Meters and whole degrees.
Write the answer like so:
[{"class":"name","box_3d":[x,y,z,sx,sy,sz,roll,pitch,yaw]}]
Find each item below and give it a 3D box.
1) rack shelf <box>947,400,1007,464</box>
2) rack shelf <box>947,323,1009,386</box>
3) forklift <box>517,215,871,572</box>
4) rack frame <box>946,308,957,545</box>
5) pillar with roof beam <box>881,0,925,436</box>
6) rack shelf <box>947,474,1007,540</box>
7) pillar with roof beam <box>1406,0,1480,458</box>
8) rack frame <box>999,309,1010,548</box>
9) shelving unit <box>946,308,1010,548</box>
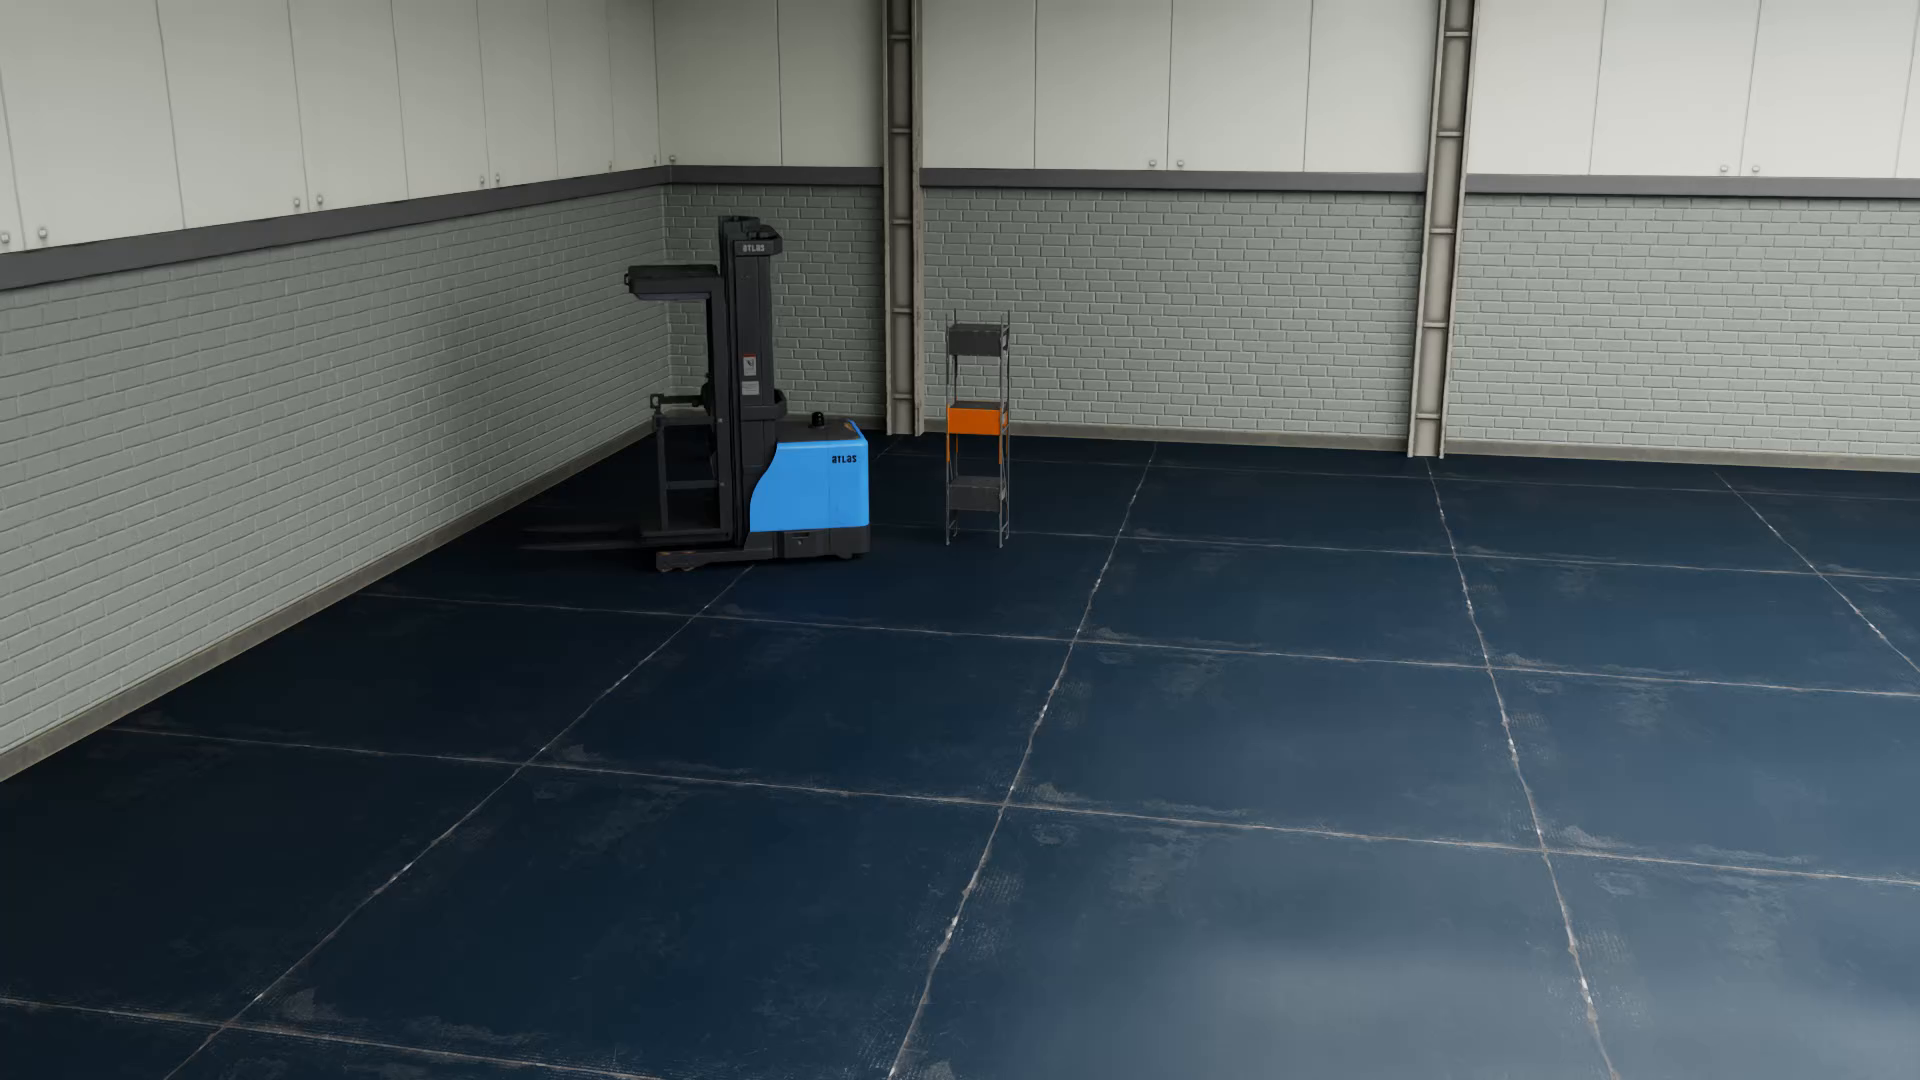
[{"class":"rack shelf","box_3d":[0.162,-0.990,14.942,0.480,0.518,0.431,3,16,11]},{"class":"rack shelf","box_3d":[0.162,-1.665,14.755,0.480,0.518,0.431,3,16,11]},{"class":"forklift","box_3d":[-2.354,-1.292,14.423,3.031,2.935,1.130,-3,16,-11]},{"class":"rack frame","box_3d":[-0.077,-1.016,14.985,0.015,2.100,0.400,3,16,11]},{"class":"pillar with roof beam","box_3d":[-1.508,-4.490,14.604,0.400,9.000,9.100,3,16,11]},{"class":"rack shelf","box_3d":[0.162,-0.315,15.128,0.480,0.518,0.431,3,16,11]},{"class":"pillar with roof beam","box_3d":[4.372,-4.171,13.451,0.400,9.000,9.100,3,16,11]},{"class":"rack frame","box_3d":[0.401,-0.990,14.891,0.015,2.100,0.400,3,16,11]},{"class":"shelving unit","box_3d":[0.162,-1.003,14.938,0.503,2.100,0.431,3,16,11]}]
